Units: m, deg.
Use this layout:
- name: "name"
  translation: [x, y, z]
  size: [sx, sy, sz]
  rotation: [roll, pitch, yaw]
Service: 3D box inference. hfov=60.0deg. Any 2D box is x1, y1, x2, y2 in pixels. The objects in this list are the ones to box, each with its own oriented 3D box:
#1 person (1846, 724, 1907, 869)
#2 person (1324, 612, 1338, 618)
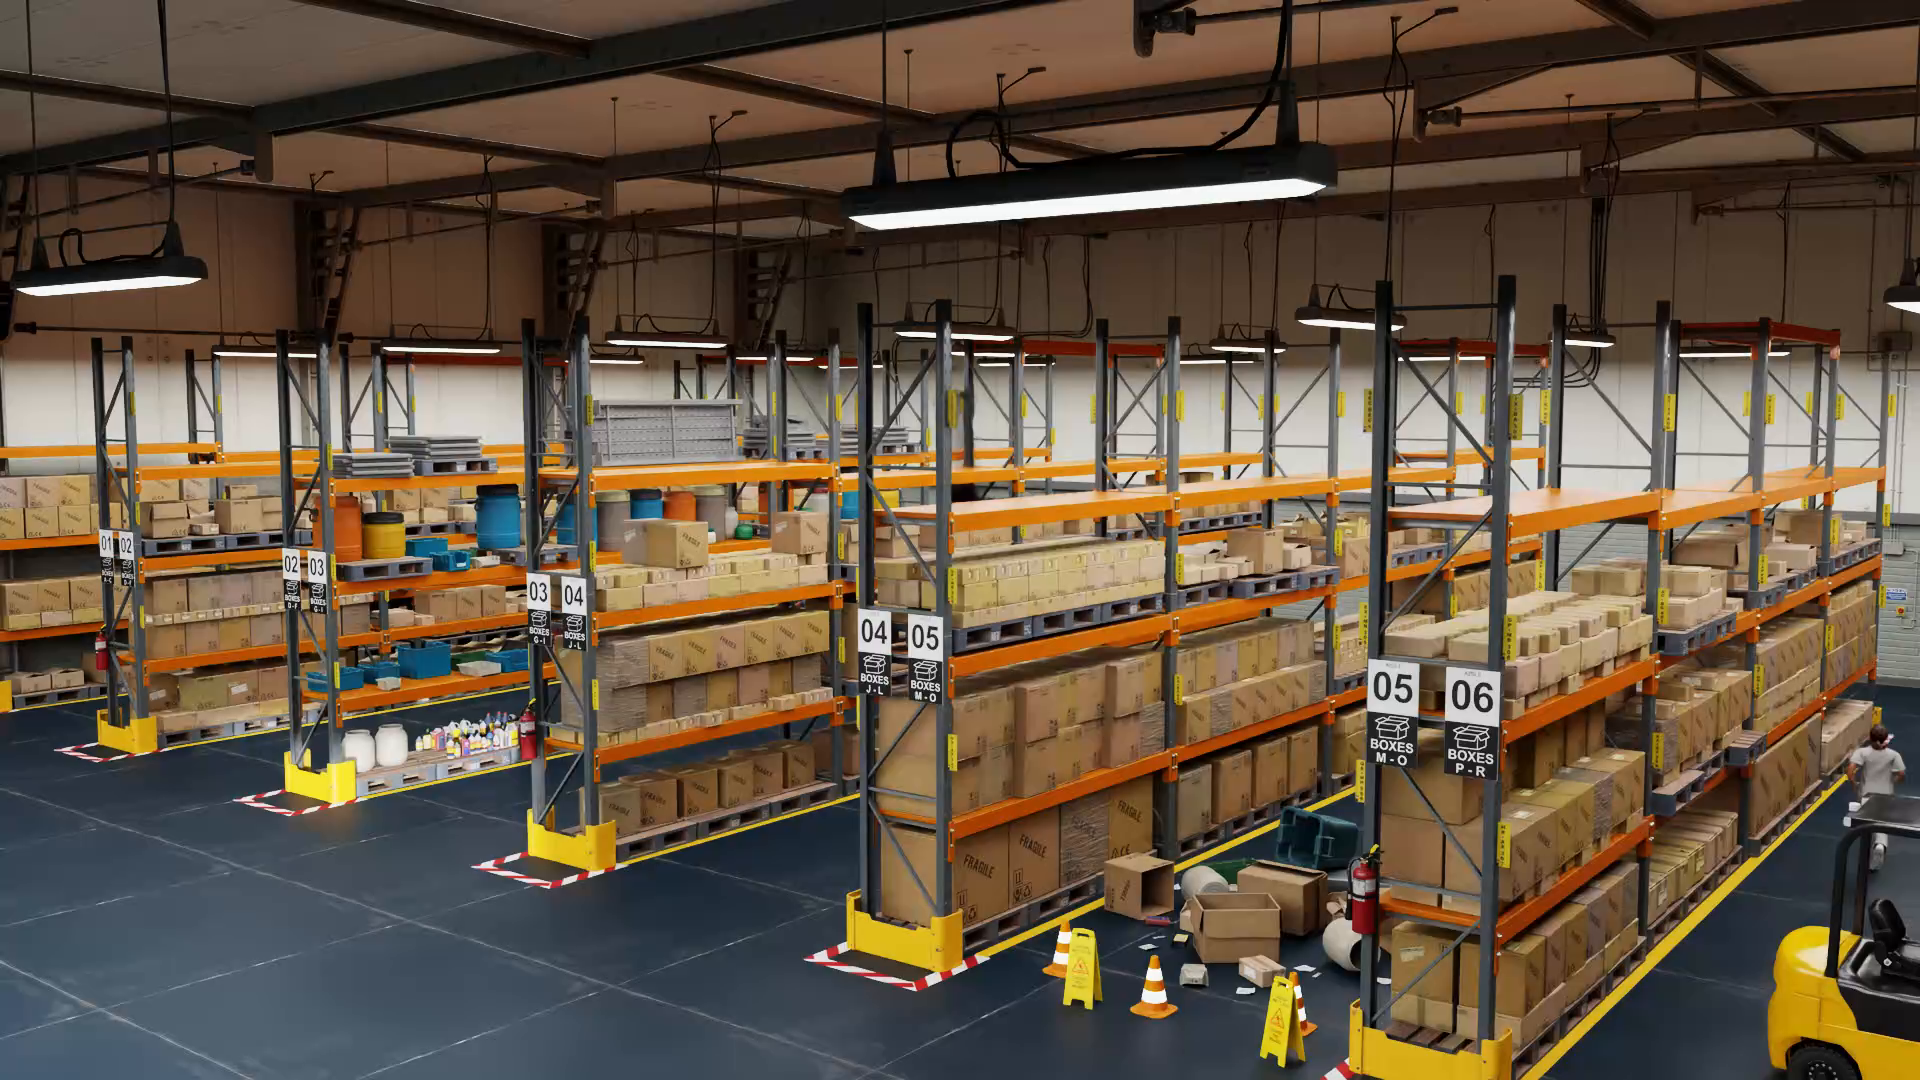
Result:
- name: "person"
  translation: [9.852, 2.810, 17.903]
  size: [0.575, 1.668, 0.796]
  rotation: [3, 6, 29]
- name: "person"
  translation: [5.996, 1.984, 26.683]
  size: [0.678, 1.770, 1.070]
  rotation: [3, 6, 35]
